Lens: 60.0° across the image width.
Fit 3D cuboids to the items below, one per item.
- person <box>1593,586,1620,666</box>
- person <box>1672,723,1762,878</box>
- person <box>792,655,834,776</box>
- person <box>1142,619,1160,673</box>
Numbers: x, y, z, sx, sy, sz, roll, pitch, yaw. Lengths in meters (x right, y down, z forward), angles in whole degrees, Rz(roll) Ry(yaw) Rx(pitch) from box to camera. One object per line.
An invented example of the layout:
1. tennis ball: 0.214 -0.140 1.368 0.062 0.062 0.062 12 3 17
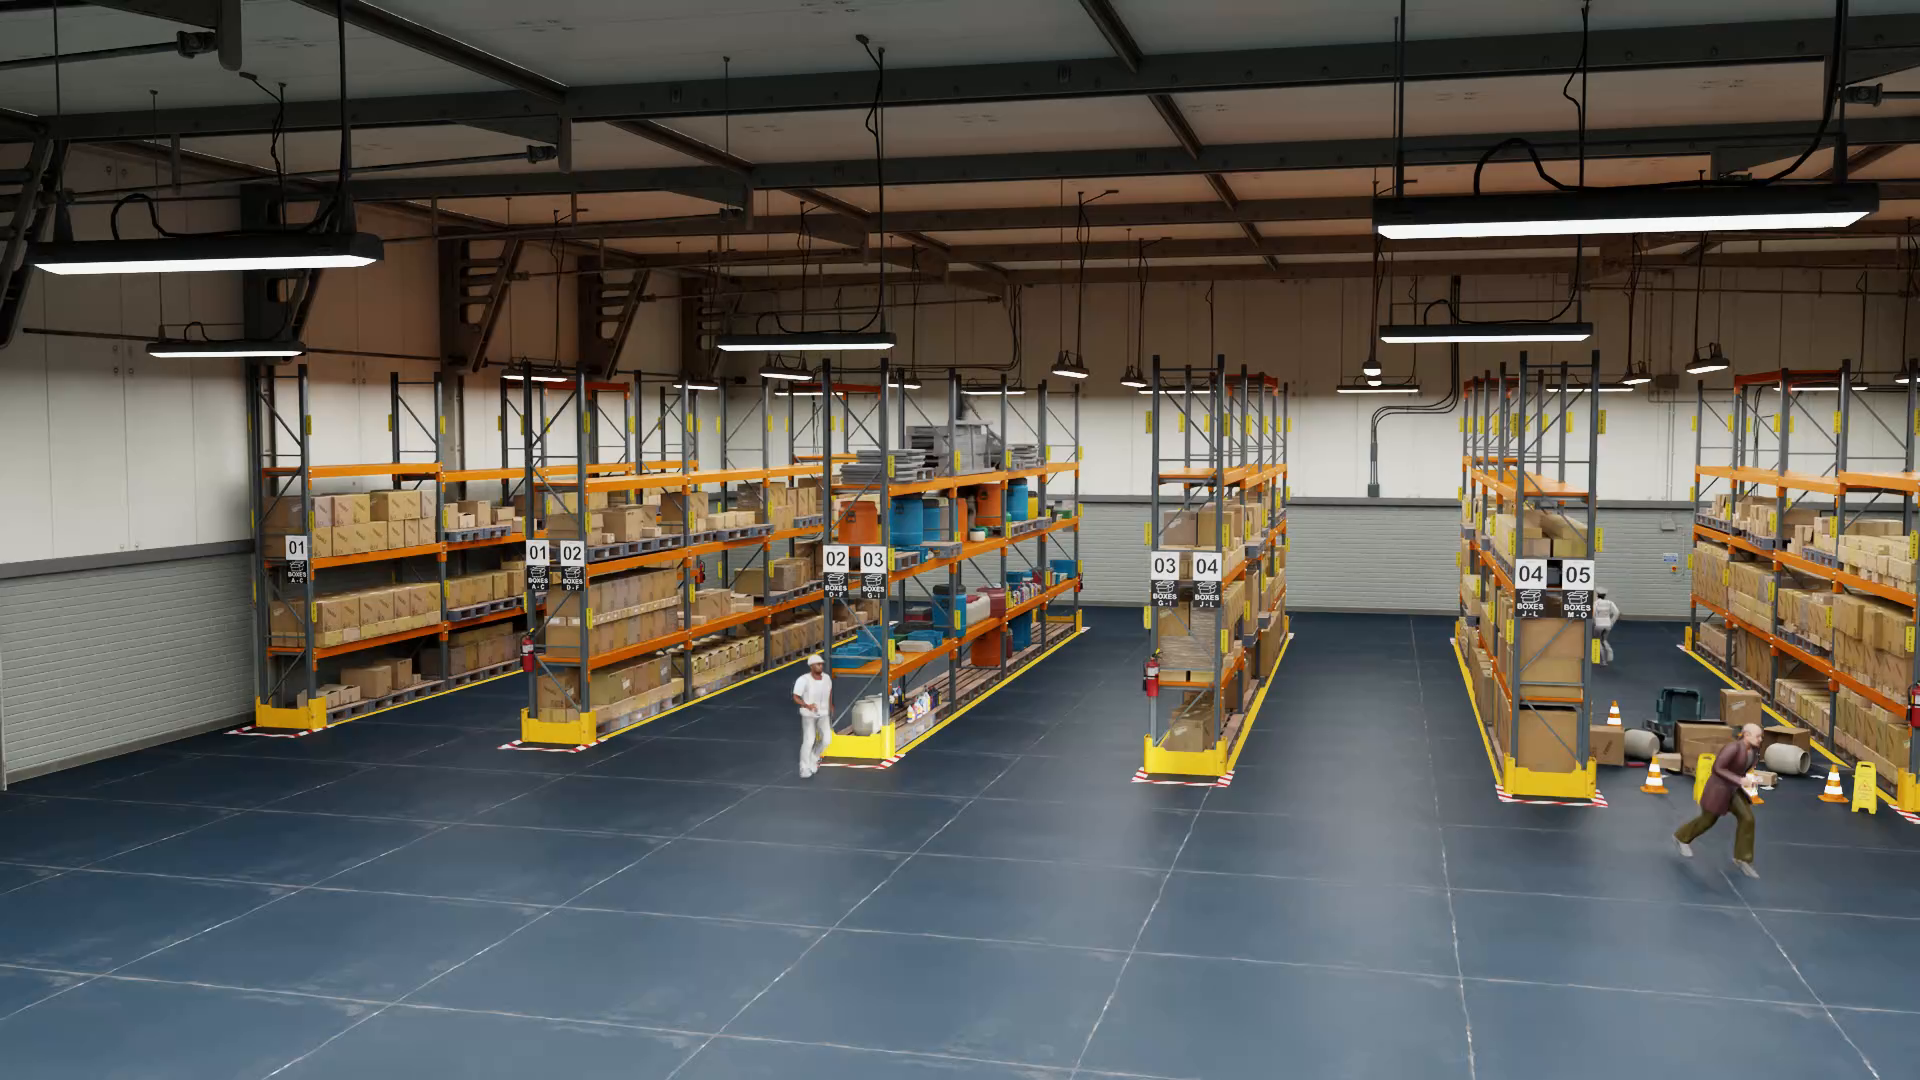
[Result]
1. person: 13.363 1.798 34.617 0.630 1.656 0.534 0 4 -4
2. person: 8.578 2.881 18.826 0.755 1.743 1.069 -3 5 -36
3. person: -2.033 2.503 23.712 0.735 1.732 0.605 -2 5 -32
4. person: 3.870 1.897 32.266 0.675 1.709 0.869 0 4 2
